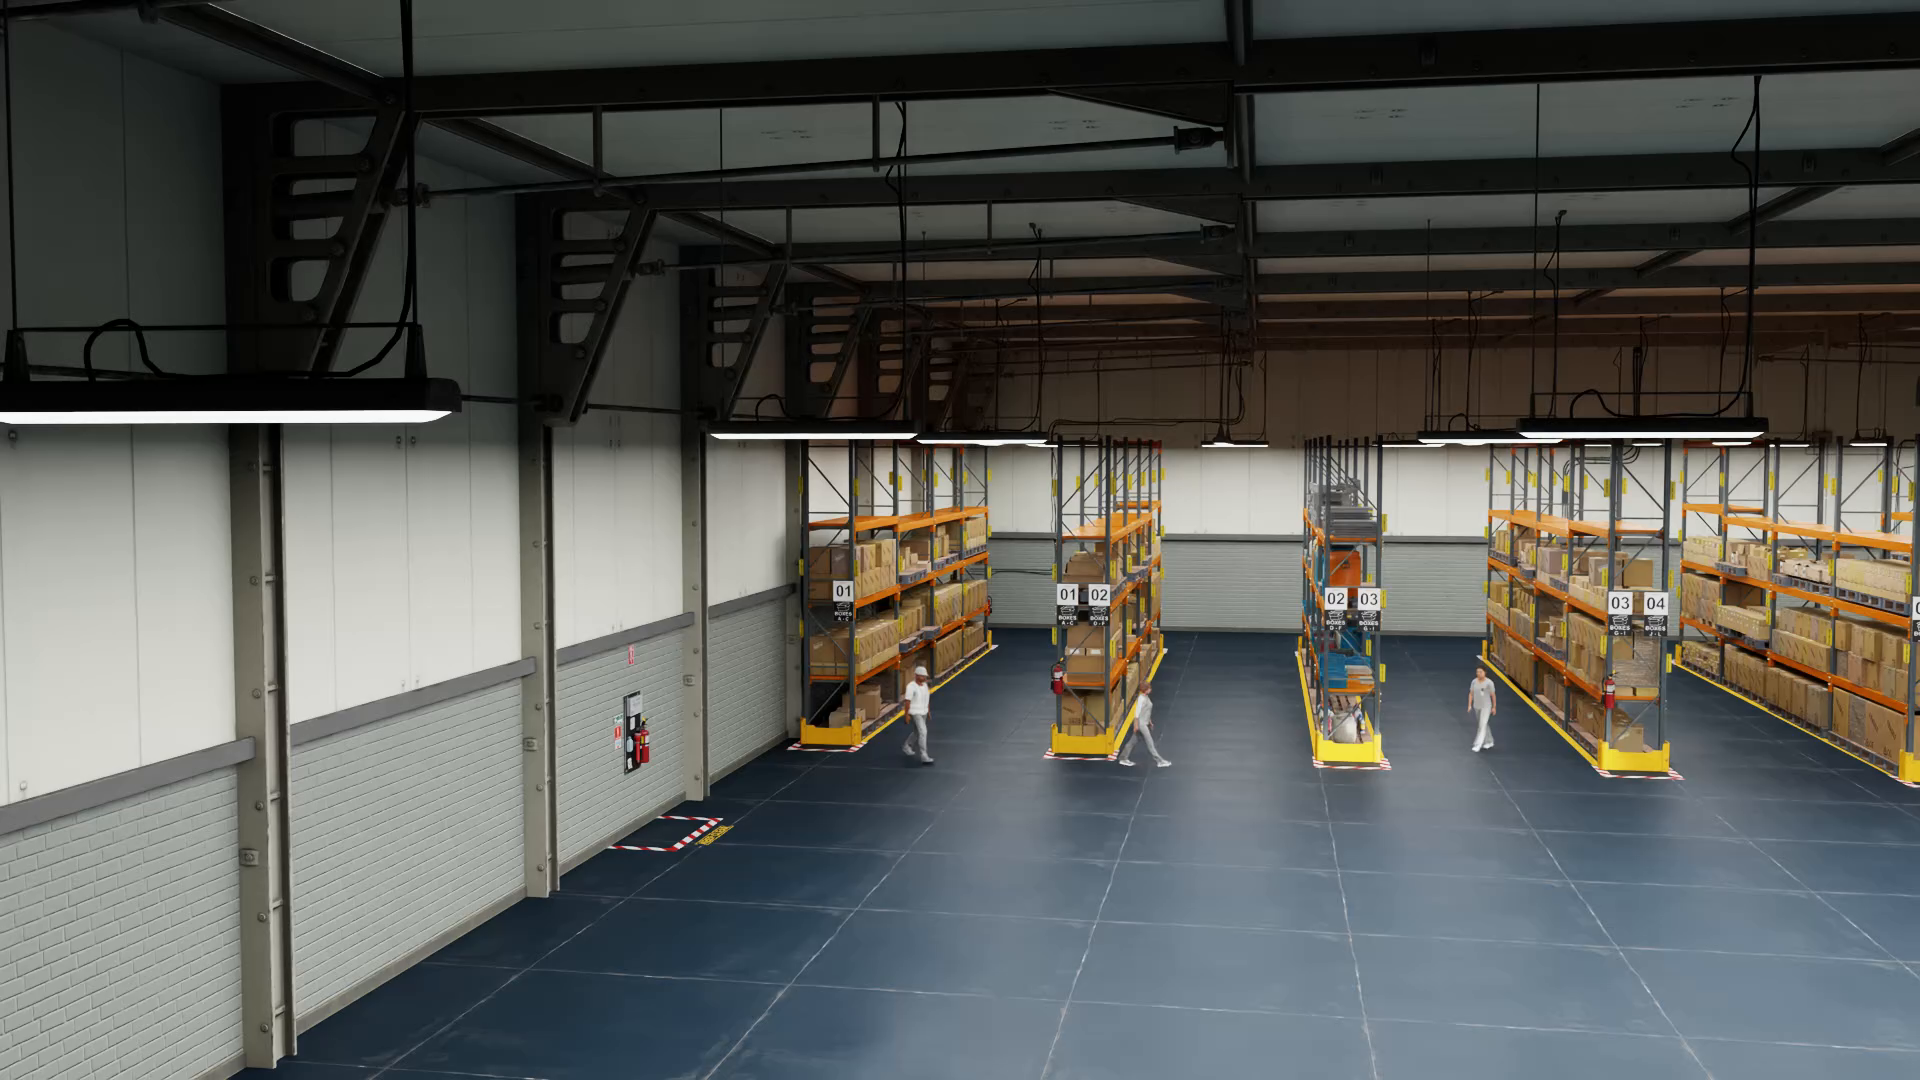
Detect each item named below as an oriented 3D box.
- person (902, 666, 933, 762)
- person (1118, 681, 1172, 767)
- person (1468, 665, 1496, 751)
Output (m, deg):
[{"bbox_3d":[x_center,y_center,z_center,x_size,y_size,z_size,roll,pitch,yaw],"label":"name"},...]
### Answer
[{"bbox_3d":[-0.773,3.196,30.737,0.890,1.739,0.574,2,4,31],"label":"person"},{"bbox_3d":[3.336,3.308,29.916,0.965,1.539,0.442,0,3,8],"label":"person"},{"bbox_3d":[9.858,3.178,31.527,1.008,1.624,0.466,-3,4,-40],"label":"person"}]
